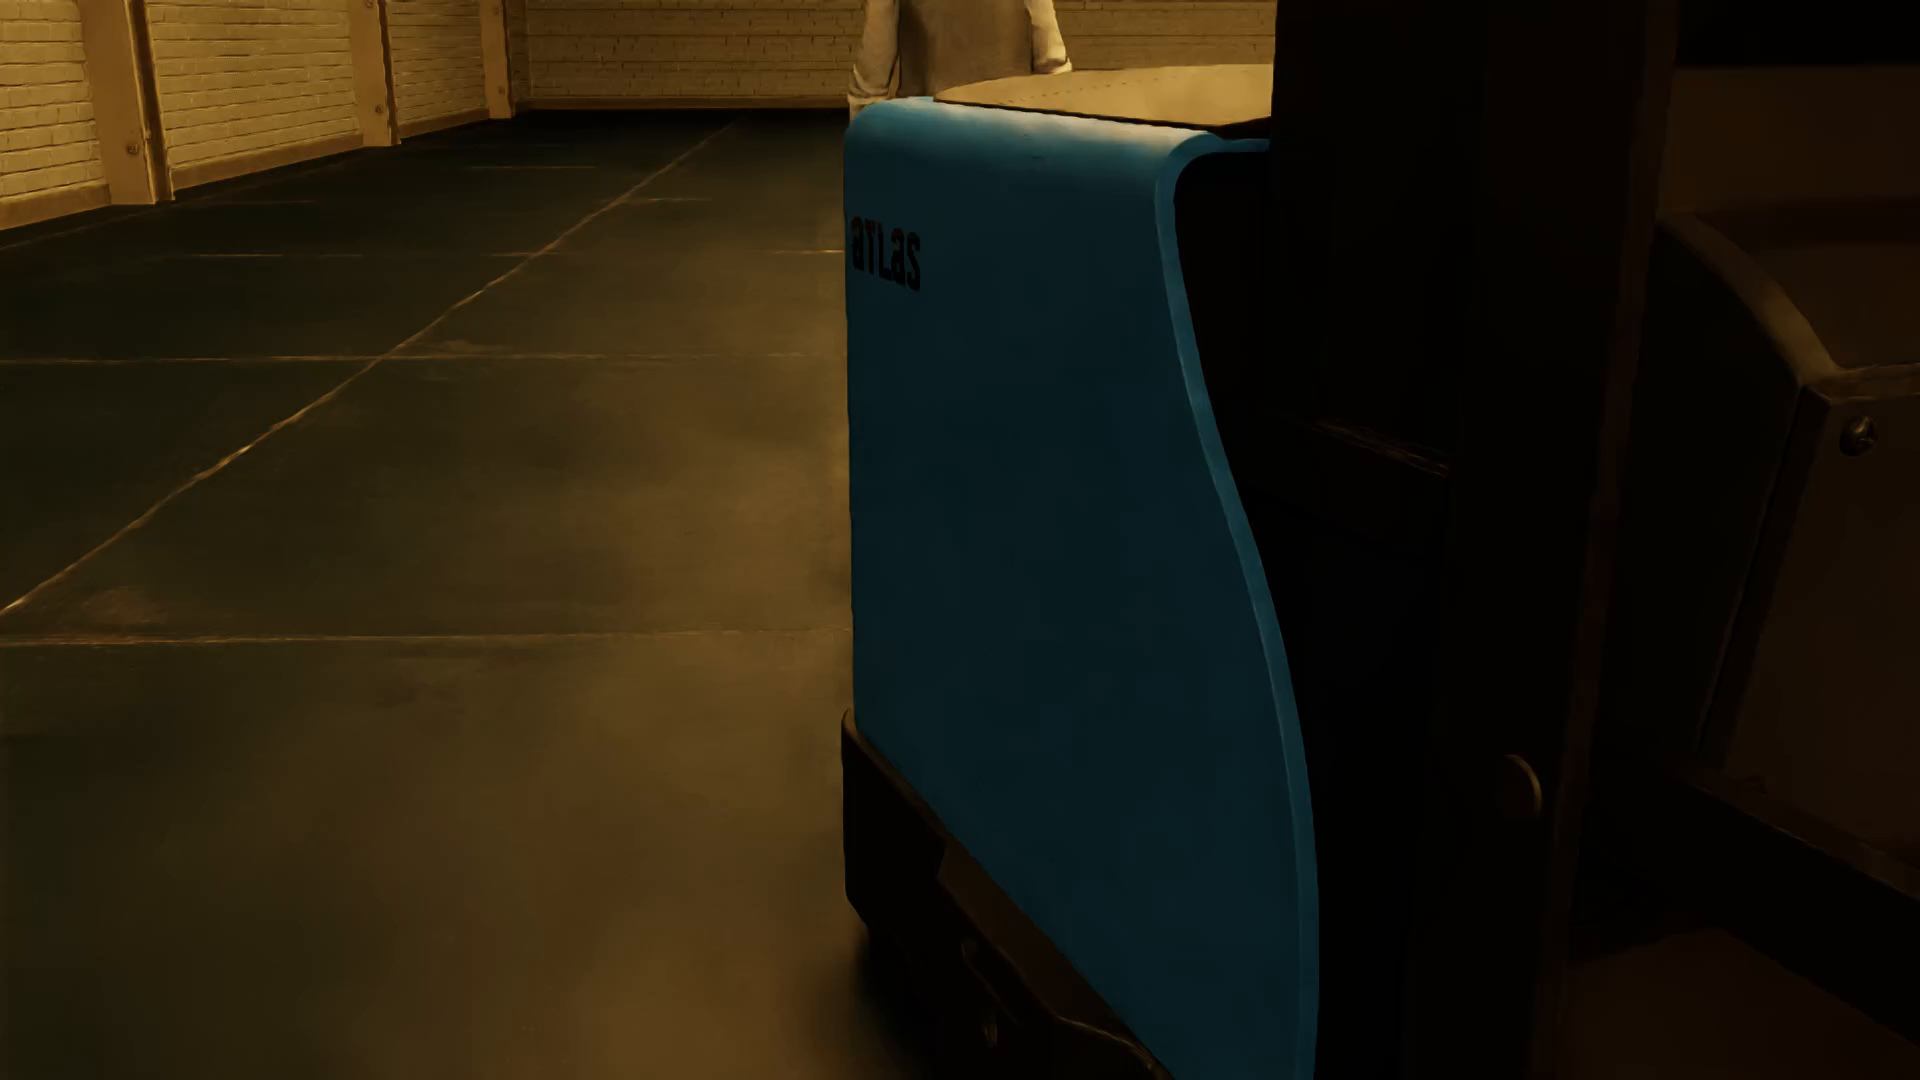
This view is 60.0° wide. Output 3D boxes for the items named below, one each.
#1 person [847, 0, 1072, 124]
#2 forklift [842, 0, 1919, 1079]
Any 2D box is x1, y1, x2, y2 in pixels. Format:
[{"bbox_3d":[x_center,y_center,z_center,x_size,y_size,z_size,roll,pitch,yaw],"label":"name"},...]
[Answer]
[{"bbox_3d":[0.010,-0.792,3.754,0.521,1.597,0.474,-1,17,-3],"label":"person"},{"bbox_3d":[0.891,-0.546,0.694,1.130,2.935,3.031,-7,18,-22],"label":"forklift"}]
